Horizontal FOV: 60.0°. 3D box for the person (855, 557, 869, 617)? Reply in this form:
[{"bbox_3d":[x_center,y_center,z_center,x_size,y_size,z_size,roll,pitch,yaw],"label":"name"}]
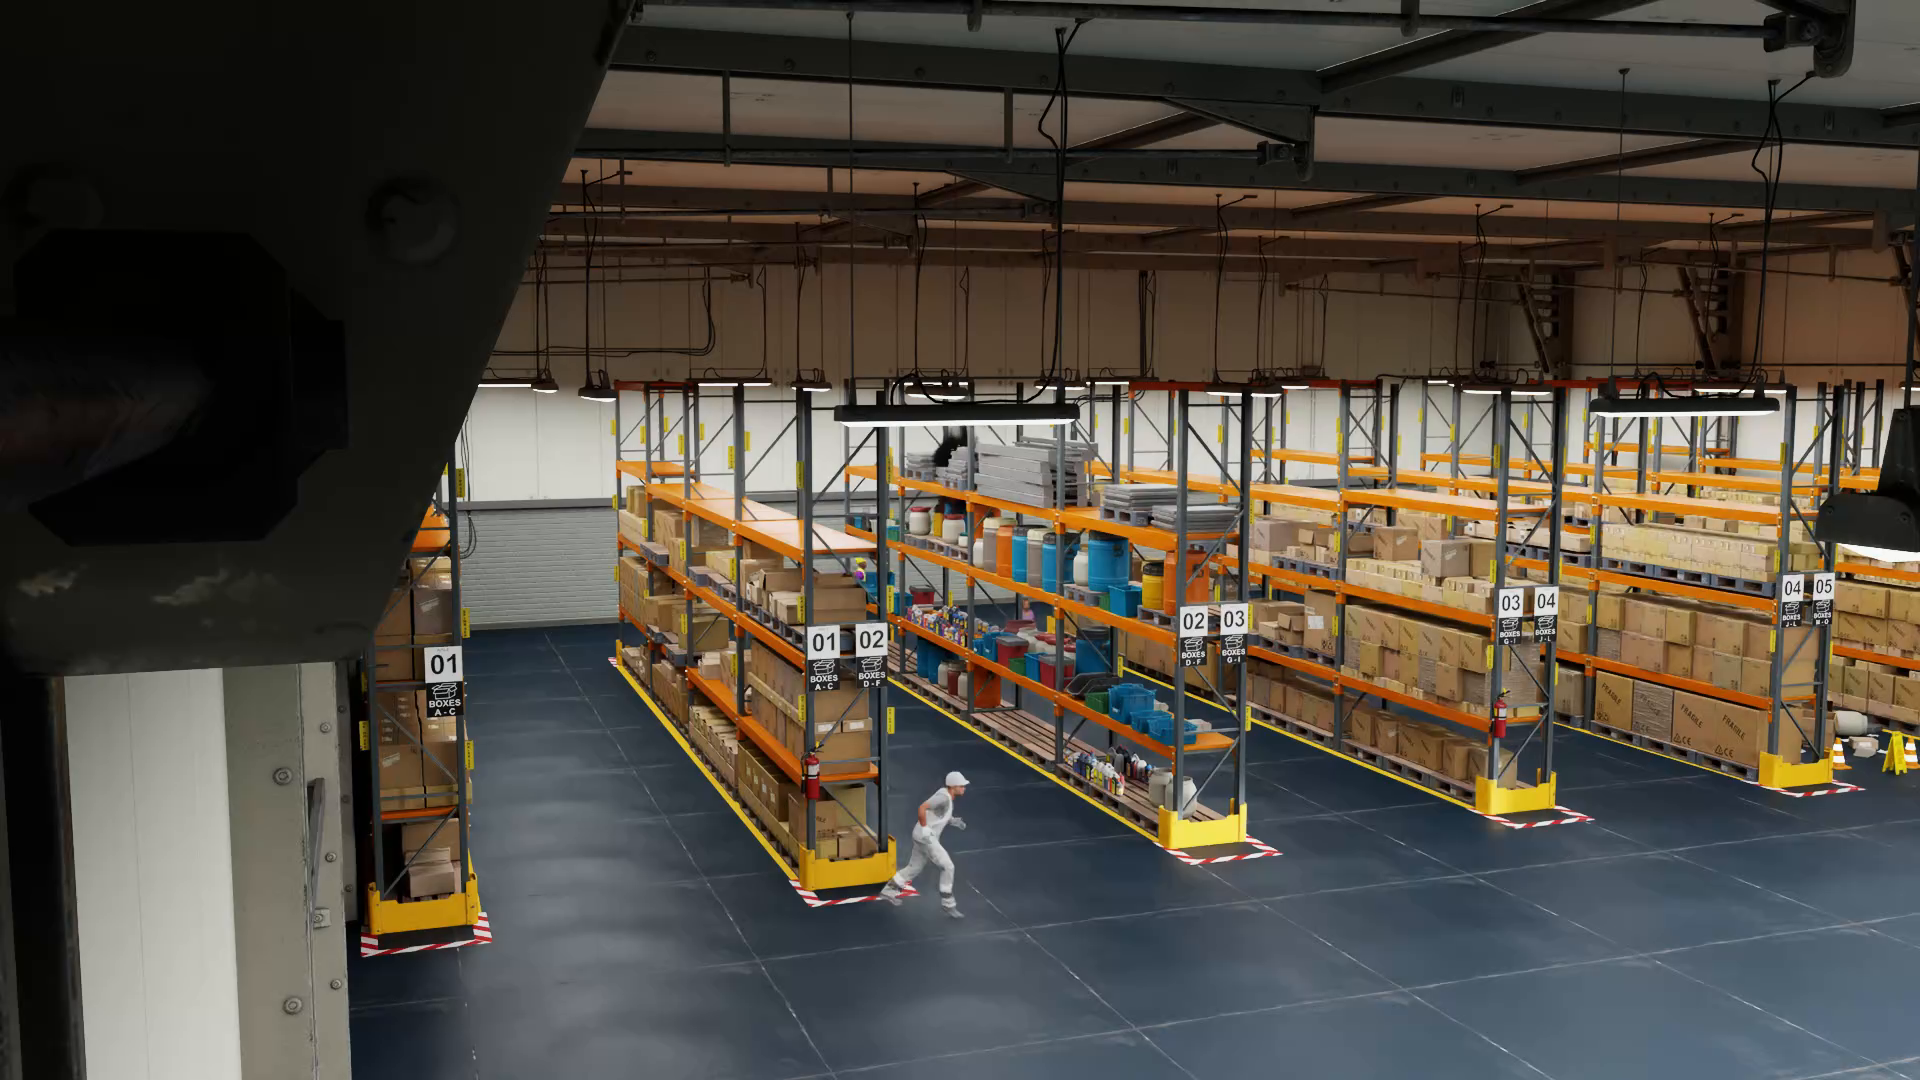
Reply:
[{"bbox_3d":[-2.370,1.255,39.998,0.587,1.723,0.703,0,6,1],"label":"person"}]

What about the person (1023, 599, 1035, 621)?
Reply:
[{"bbox_3d":[1.340,1.953,33.180,0.511,1.570,0.636,-2,6,-21],"label":"person"}]

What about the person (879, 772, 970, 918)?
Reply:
[{"bbox_3d":[-0.416,3.502,19.062,1.057,1.732,0.705,1,6,7],"label":"person"}]
